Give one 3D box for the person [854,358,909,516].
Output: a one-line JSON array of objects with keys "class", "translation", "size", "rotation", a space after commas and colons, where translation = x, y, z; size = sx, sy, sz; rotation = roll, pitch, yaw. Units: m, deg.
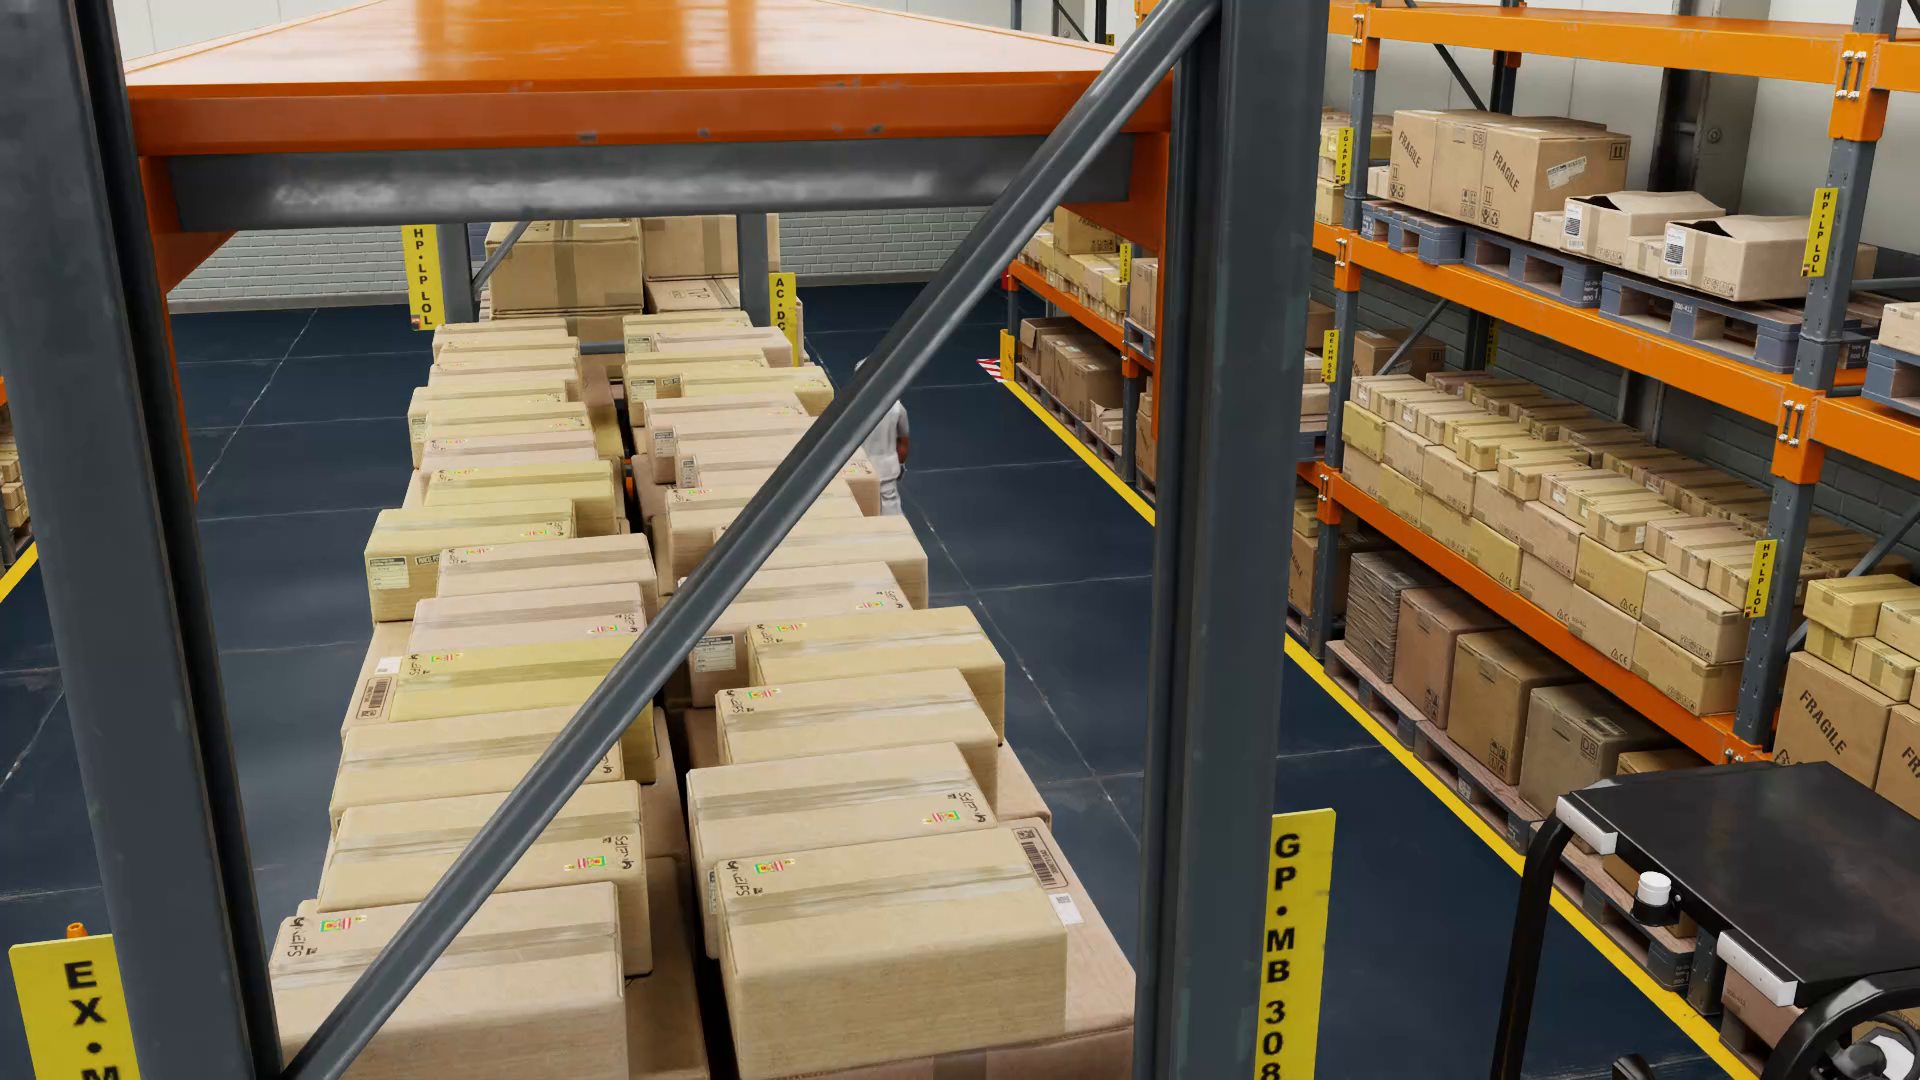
[{"class": "person", "translation": [-0.648, -0.477, 11.859], "size": [0.588, 1.735, 1.019], "rotation": [-5, 20, -15]}]
